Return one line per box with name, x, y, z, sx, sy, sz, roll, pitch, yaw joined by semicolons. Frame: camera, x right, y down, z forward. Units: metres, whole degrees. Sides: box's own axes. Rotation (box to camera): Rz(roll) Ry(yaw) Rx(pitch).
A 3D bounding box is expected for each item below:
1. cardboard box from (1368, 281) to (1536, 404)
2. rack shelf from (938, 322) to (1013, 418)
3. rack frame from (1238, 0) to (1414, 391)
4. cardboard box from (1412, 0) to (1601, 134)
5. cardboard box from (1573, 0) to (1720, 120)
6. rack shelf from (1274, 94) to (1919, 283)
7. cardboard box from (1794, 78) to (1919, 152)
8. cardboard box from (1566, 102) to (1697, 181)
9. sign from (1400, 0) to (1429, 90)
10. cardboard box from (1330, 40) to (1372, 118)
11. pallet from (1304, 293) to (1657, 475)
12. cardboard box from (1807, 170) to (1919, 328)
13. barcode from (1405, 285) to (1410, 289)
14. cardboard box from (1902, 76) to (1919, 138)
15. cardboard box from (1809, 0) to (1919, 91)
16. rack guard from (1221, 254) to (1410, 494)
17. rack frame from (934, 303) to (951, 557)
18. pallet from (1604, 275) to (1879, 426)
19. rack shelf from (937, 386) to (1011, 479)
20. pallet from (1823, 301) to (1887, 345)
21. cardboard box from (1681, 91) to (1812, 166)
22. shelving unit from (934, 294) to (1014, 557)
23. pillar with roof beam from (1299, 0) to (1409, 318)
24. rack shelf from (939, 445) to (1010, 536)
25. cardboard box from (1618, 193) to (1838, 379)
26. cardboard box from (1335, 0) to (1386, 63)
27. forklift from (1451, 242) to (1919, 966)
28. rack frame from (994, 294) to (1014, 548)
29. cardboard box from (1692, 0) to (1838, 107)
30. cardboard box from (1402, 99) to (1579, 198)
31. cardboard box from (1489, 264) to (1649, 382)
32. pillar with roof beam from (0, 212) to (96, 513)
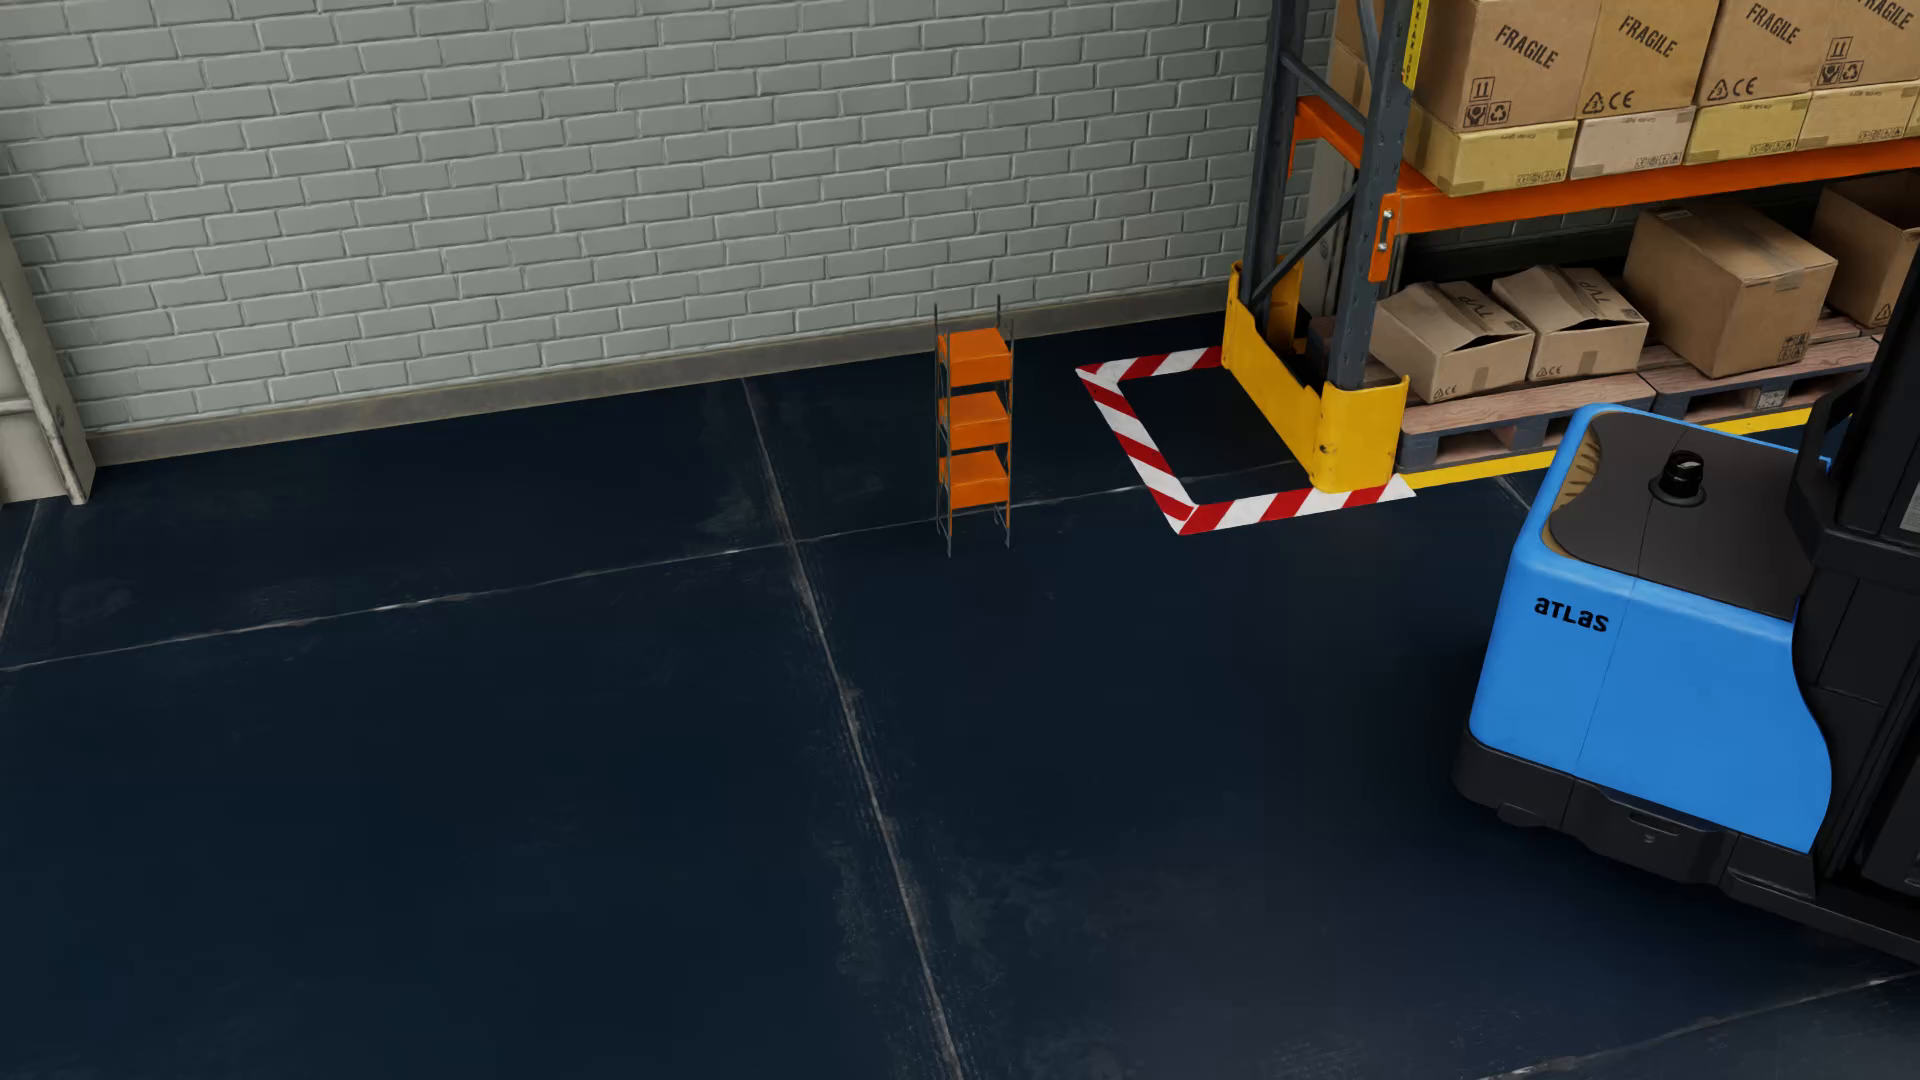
cardboard box;2.153;-0.899;7.308;0.500;0.311;0.500;-14;39;-17
rack shelf;0.052;-0.642;6.276;0.240;0.259;0.215;-9;38;-12
rack frame;1.461;-1.736;6.550;0.127;3.000;1.000;-9;38;-12
cardboard box;2.001;-1.881;6.230;0.500;0.500;0.500;-9;38;-12
cardboard box;2.480;-1.954;6.325;0.500;0.500;0.500;-9;38;-12
rack shelf;3.392;-1.767;7.183;4.000;0.370;1.077;-9;38;-12
cardboard box;3.495;-1.822;6.770;0.500;0.250;0.500;-9;38;-12
cardboard box;2.513;-1.666;6.566;0.500;0.250;0.500;-10;39;-13
sign;1.603;-1.761;5.871;0.005;0.325;0.100;-9;38;-12
cardboard box;1.862;-1.872;6.835;0.500;0.250;0.500;-9;38;-11
pallet;2.328;-0.748;7.554;1.213;0.211;1.003;-9;38;-12
cardboard box;4.332;-1.363;7.759;0.500;0.500;0.500;-12;39;-15
barcode;2.066;-1.140;7.615;0.075;0.075;0.001;-9;38;-12
cardboard box;3.980;-1.902;6.875;0.500;0.250;0.500;-10;38;-12
cardboard box;3.476;-2.121;6.543;0.500;0.500;0.500;-8;38;-11
rack guard;1.535;-0.755;7.325;0.348;0.500;1.175;-9;38;-12
rack frame;-0.066;-0.406;6.417;0.008;1.050;0.200;-9;38;-12
pallet;3.504;-0.939;7.804;1.213;0.211;1.003;-9;38;-12
rack shelf;0.052;-0.417;6.449;0.240;0.259;0.215;-9;38;-12
pallet;4.684;-1.135;8.060;1.213;0.211;1.003;-9;38;-12
cardboard box;3.006;-1.743;6.667;0.500;0.250;0.500;-10;39;-13
shelving unit;0.052;-0.425;6.442;0.252;1.050;0.215;-9;38;-12
pillar with roof beam;3.034;-2.212;2.235;0.400;9.000;9.100;-9;38;-12
rack shelf;0.052;-0.196;6.617;0.240;0.259;0.215;-9;38;-12
cardboard box;3.425;-1.152;7.482;0.500;0.500;0.700;-12;39;-15
cardboard box;1.861;-2.181;6.622;0.500;0.500;0.500;-10;38;-12
forklift;3.192;-0.113;4.486;3.031;2.935;1.130;18;41;22
rack frame;0.169;-0.445;6.467;0.008;1.050;0.200;-9;38;-12
cardboard box;2.981;-2.032;6.427;0.500;0.500;0.500;-11;39;-13
cardboard box;2.015;-1.575;6.447;0.500;0.250;0.500;-10;39;-13
cardboard box;2.703;-0.990;7.426;0.500;0.311;0.500;-6;38;-8
pillar with roof beam;-2.758;-1.261;0.992;0.400;9.000;9.100;-9;38;-12
